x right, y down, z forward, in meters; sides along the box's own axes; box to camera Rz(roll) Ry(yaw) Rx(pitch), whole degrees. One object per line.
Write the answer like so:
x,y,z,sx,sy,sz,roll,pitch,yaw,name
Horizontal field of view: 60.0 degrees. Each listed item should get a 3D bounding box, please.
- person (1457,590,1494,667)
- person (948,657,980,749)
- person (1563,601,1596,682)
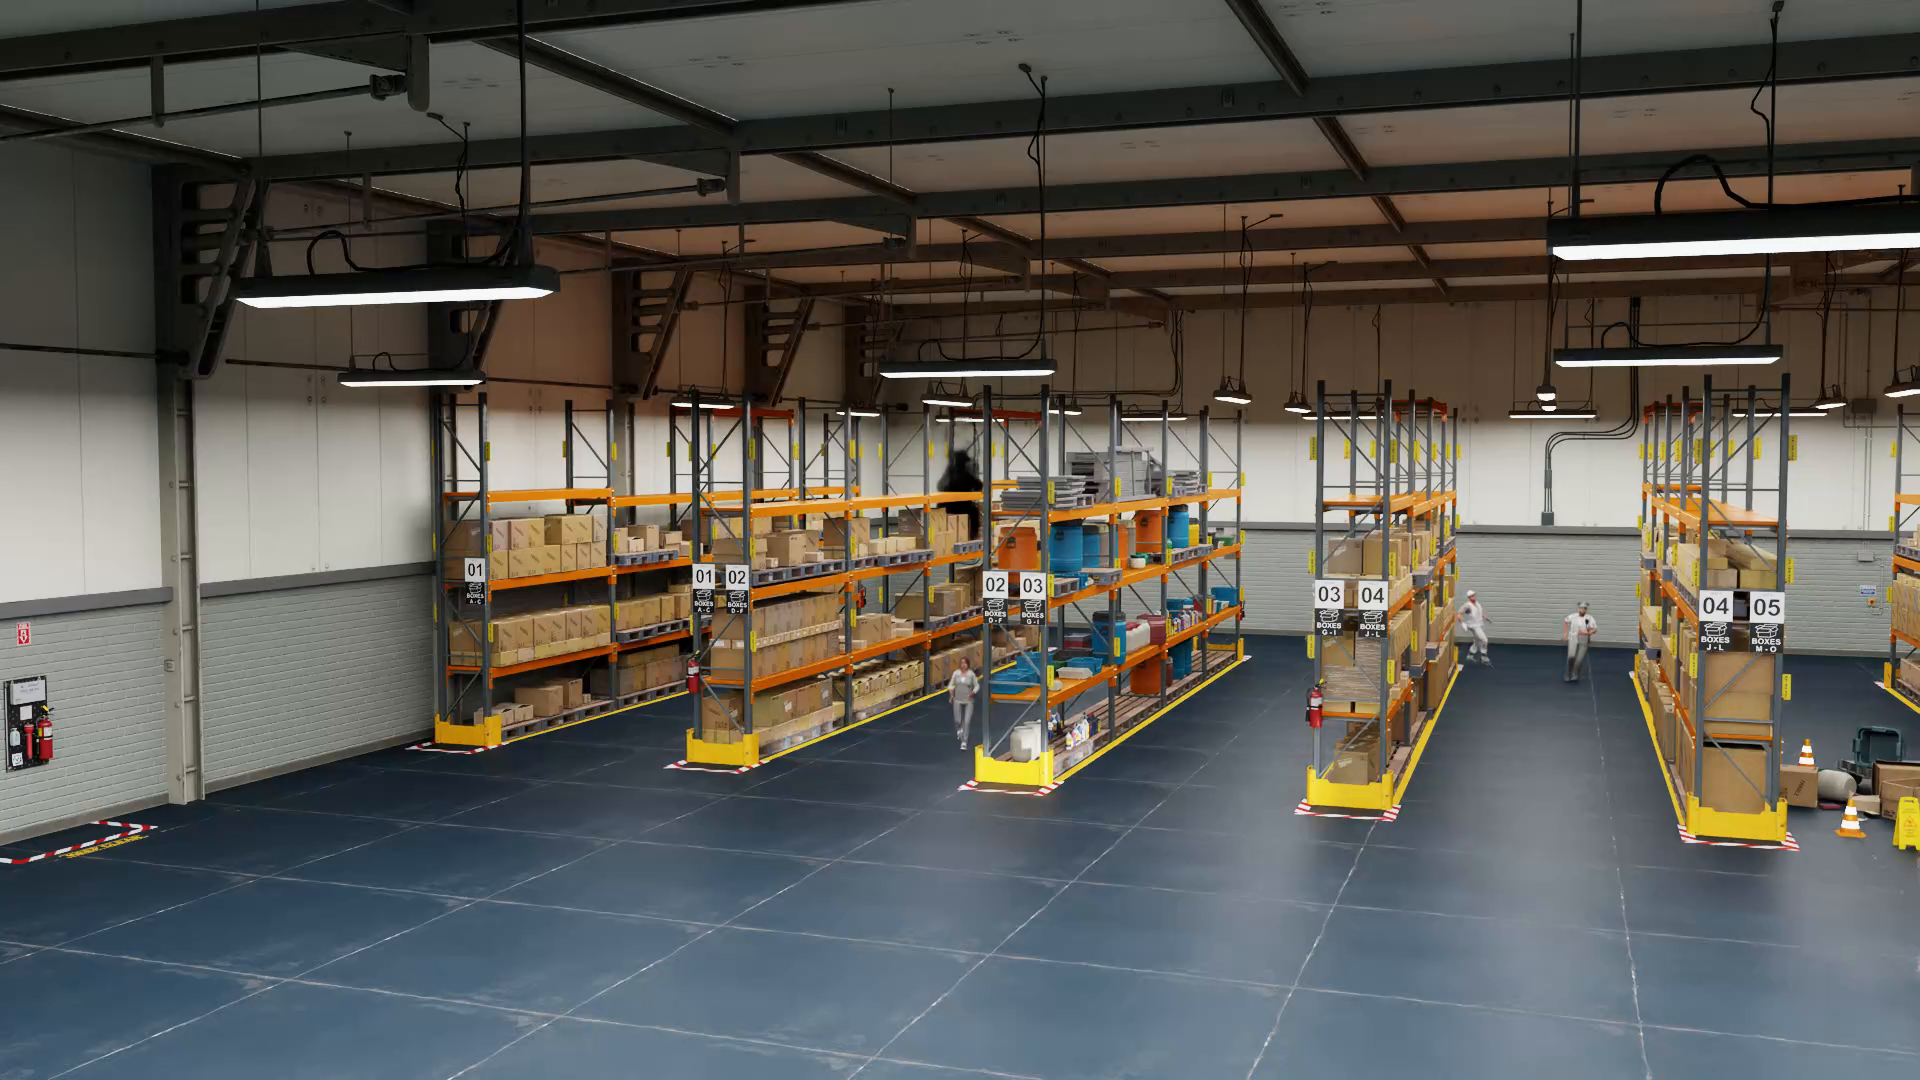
12.080,2.067,38.809,0.715,1.788,0.765,-3,4,-43,person
0.060,2.741,27.990,0.536,1.555,0.544,0,3,5,person
13.453,2.214,36.092,0.665,1.780,0.630,1,3,17,person
